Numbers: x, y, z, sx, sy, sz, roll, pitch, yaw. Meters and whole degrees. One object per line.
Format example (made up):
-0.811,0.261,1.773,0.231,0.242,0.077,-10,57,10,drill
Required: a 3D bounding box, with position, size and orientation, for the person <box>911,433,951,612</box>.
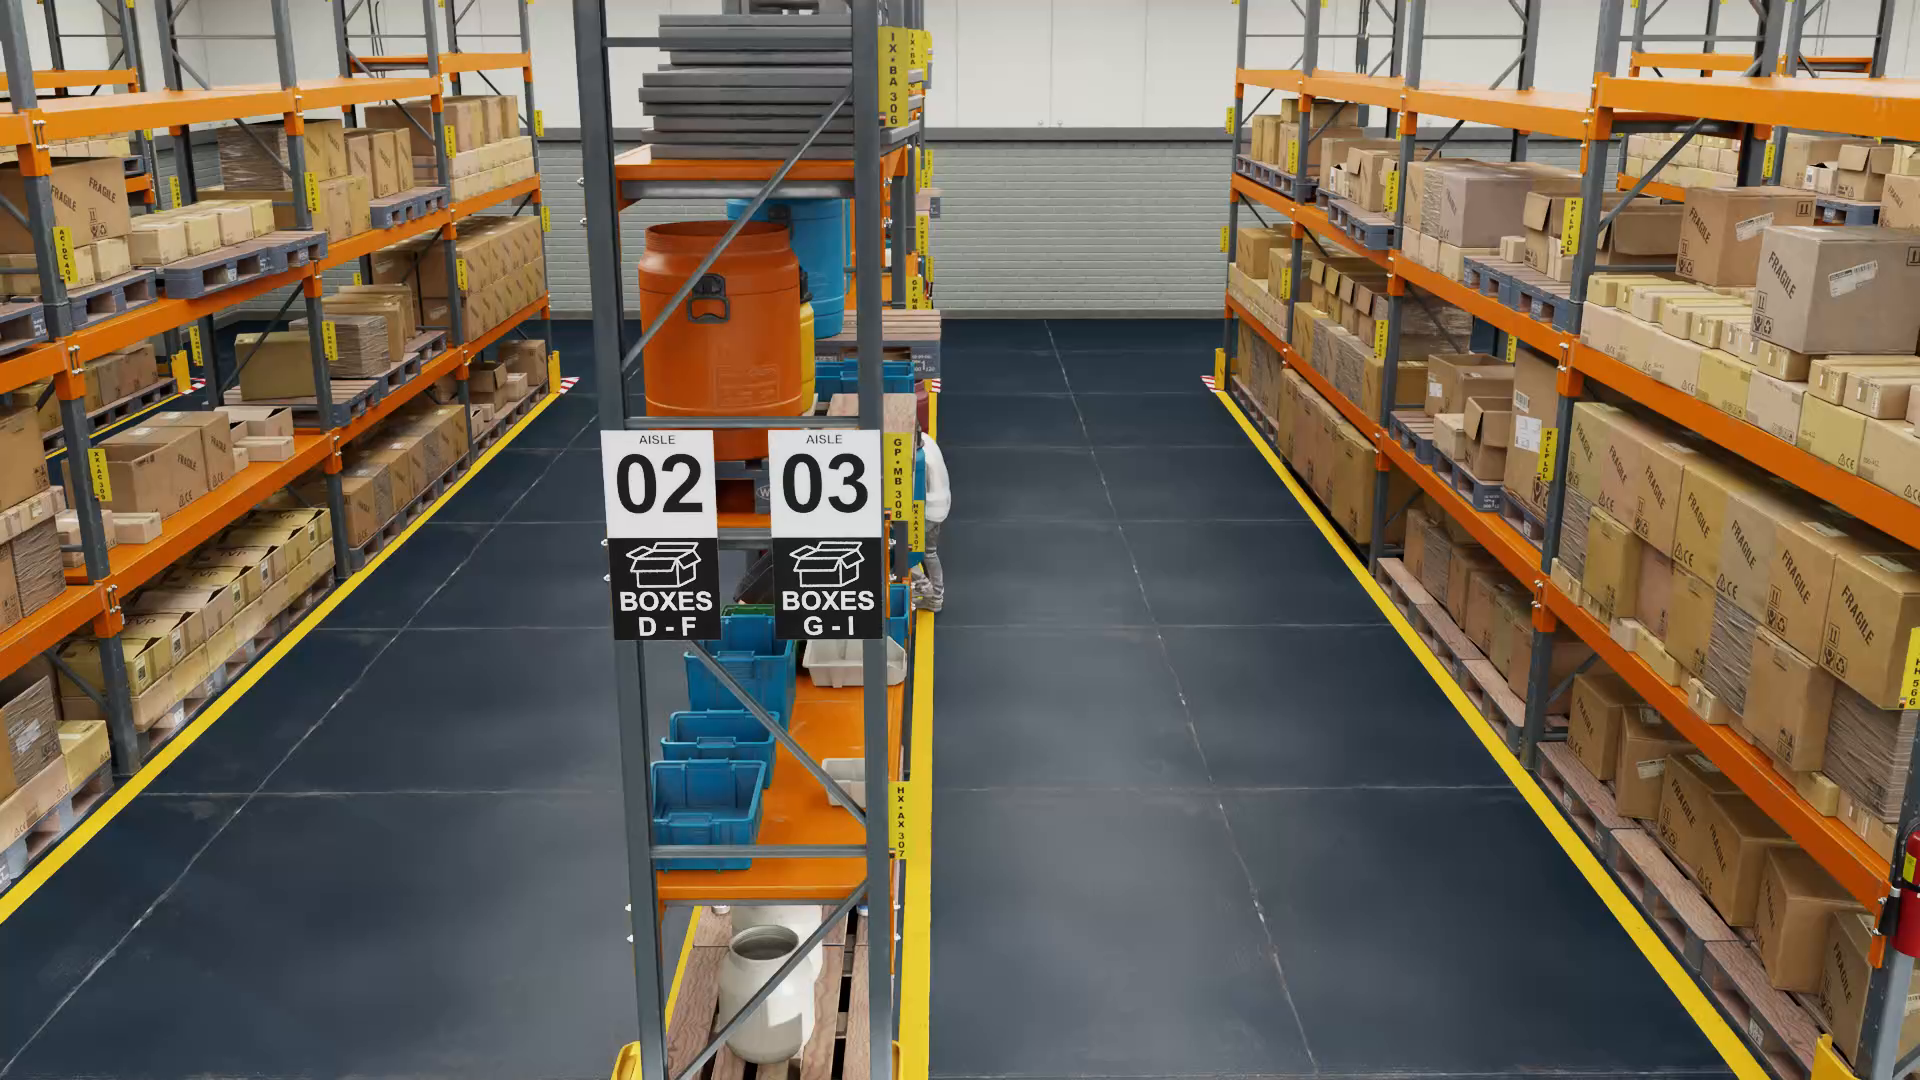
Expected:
-0.355,-0.214,13.268,0.541,1.750,0.628,4,17,12,person
